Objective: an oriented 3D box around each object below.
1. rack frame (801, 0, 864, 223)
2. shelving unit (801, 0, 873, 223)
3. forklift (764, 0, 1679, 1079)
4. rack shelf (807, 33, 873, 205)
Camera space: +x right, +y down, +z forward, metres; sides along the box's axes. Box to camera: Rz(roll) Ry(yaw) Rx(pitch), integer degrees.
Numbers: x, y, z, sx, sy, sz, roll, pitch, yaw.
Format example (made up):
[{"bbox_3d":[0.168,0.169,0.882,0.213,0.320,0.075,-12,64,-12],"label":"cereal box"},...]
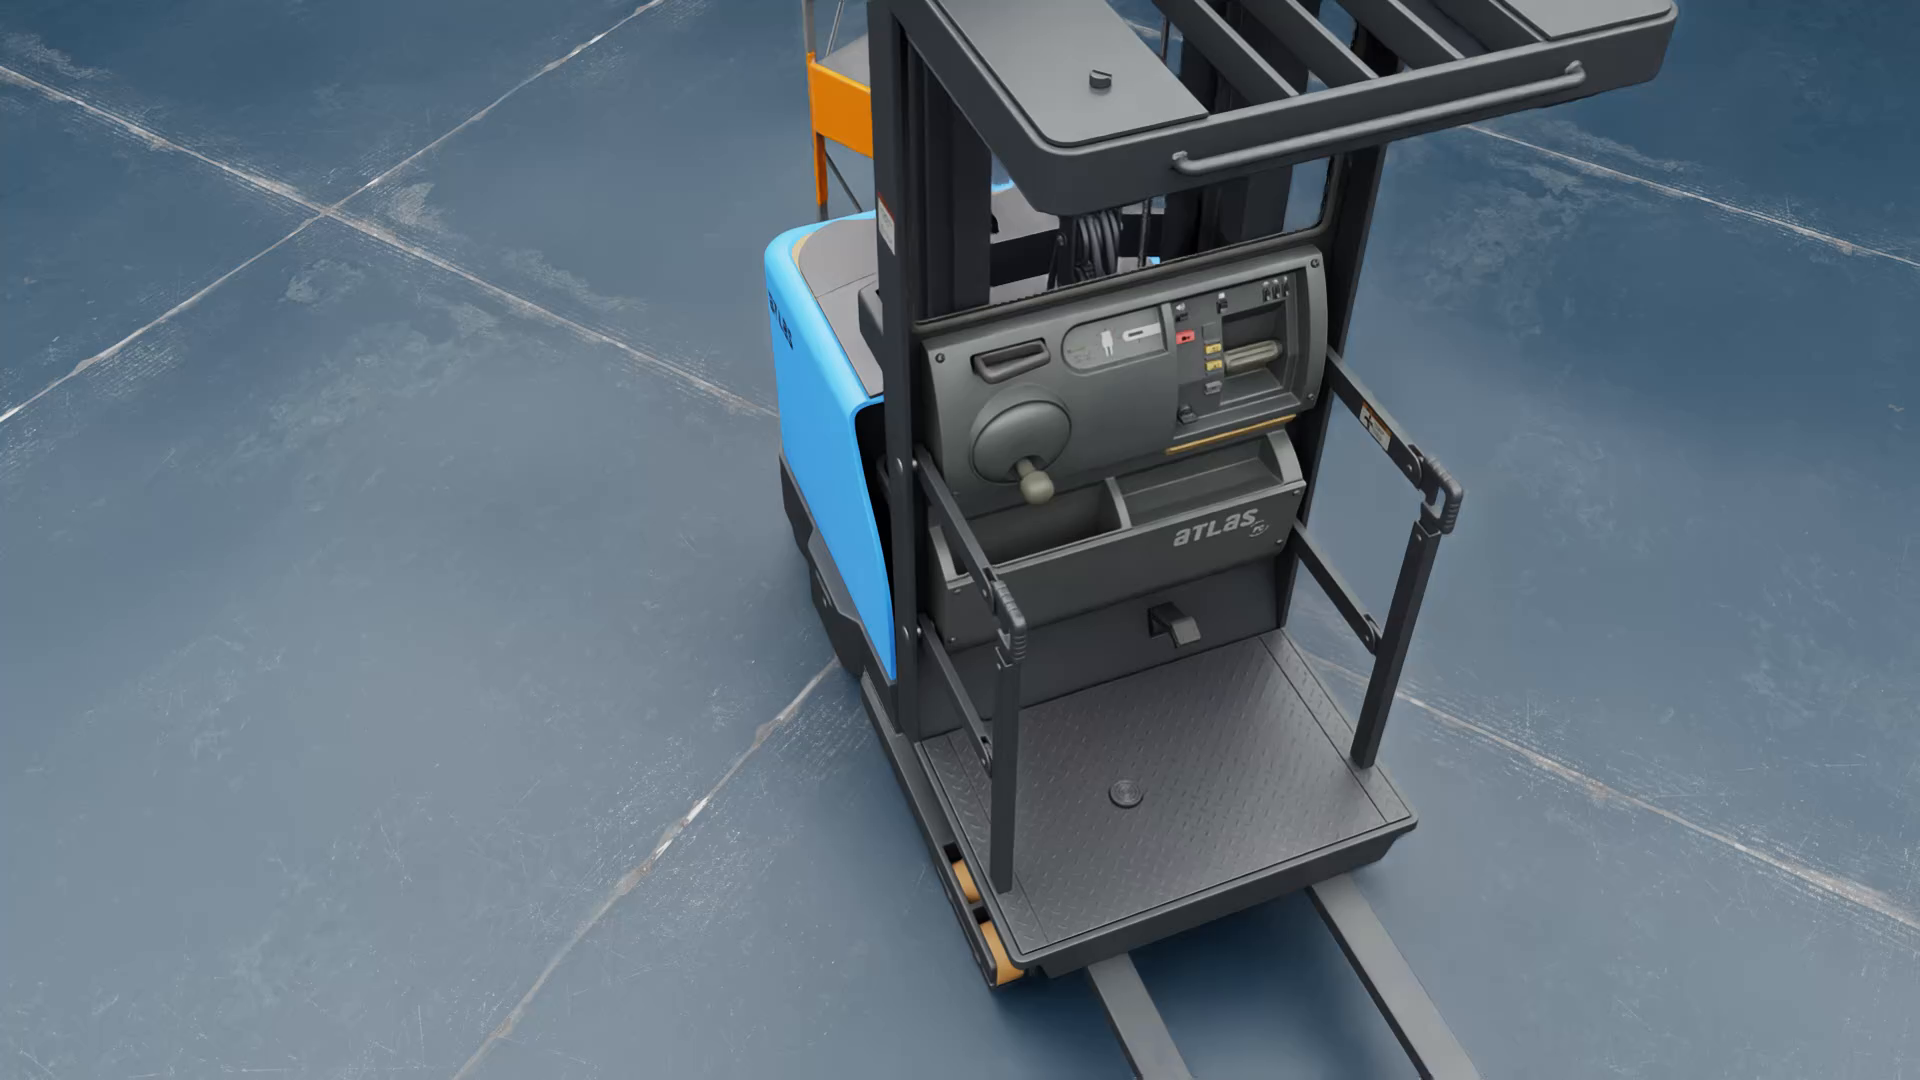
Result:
[{"bbox_3d":[-0.315,-1.351,5.099,0.015,2.100,0.400,31,53,27],"label":"rack frame"},{"bbox_3d":[-0.128,-1.238,4.989,0.503,2.100,0.431,31,53,27],"label":"shelving unit"},{"bbox_3d":[0.458,-0.260,3.459,1.130,2.935,3.031,-16,48,-15],"label":"forklift"},{"bbox_3d":[-0.128,-1.229,4.999,0.480,0.518,0.431,31,53,27],"label":"rack shelf"}]
